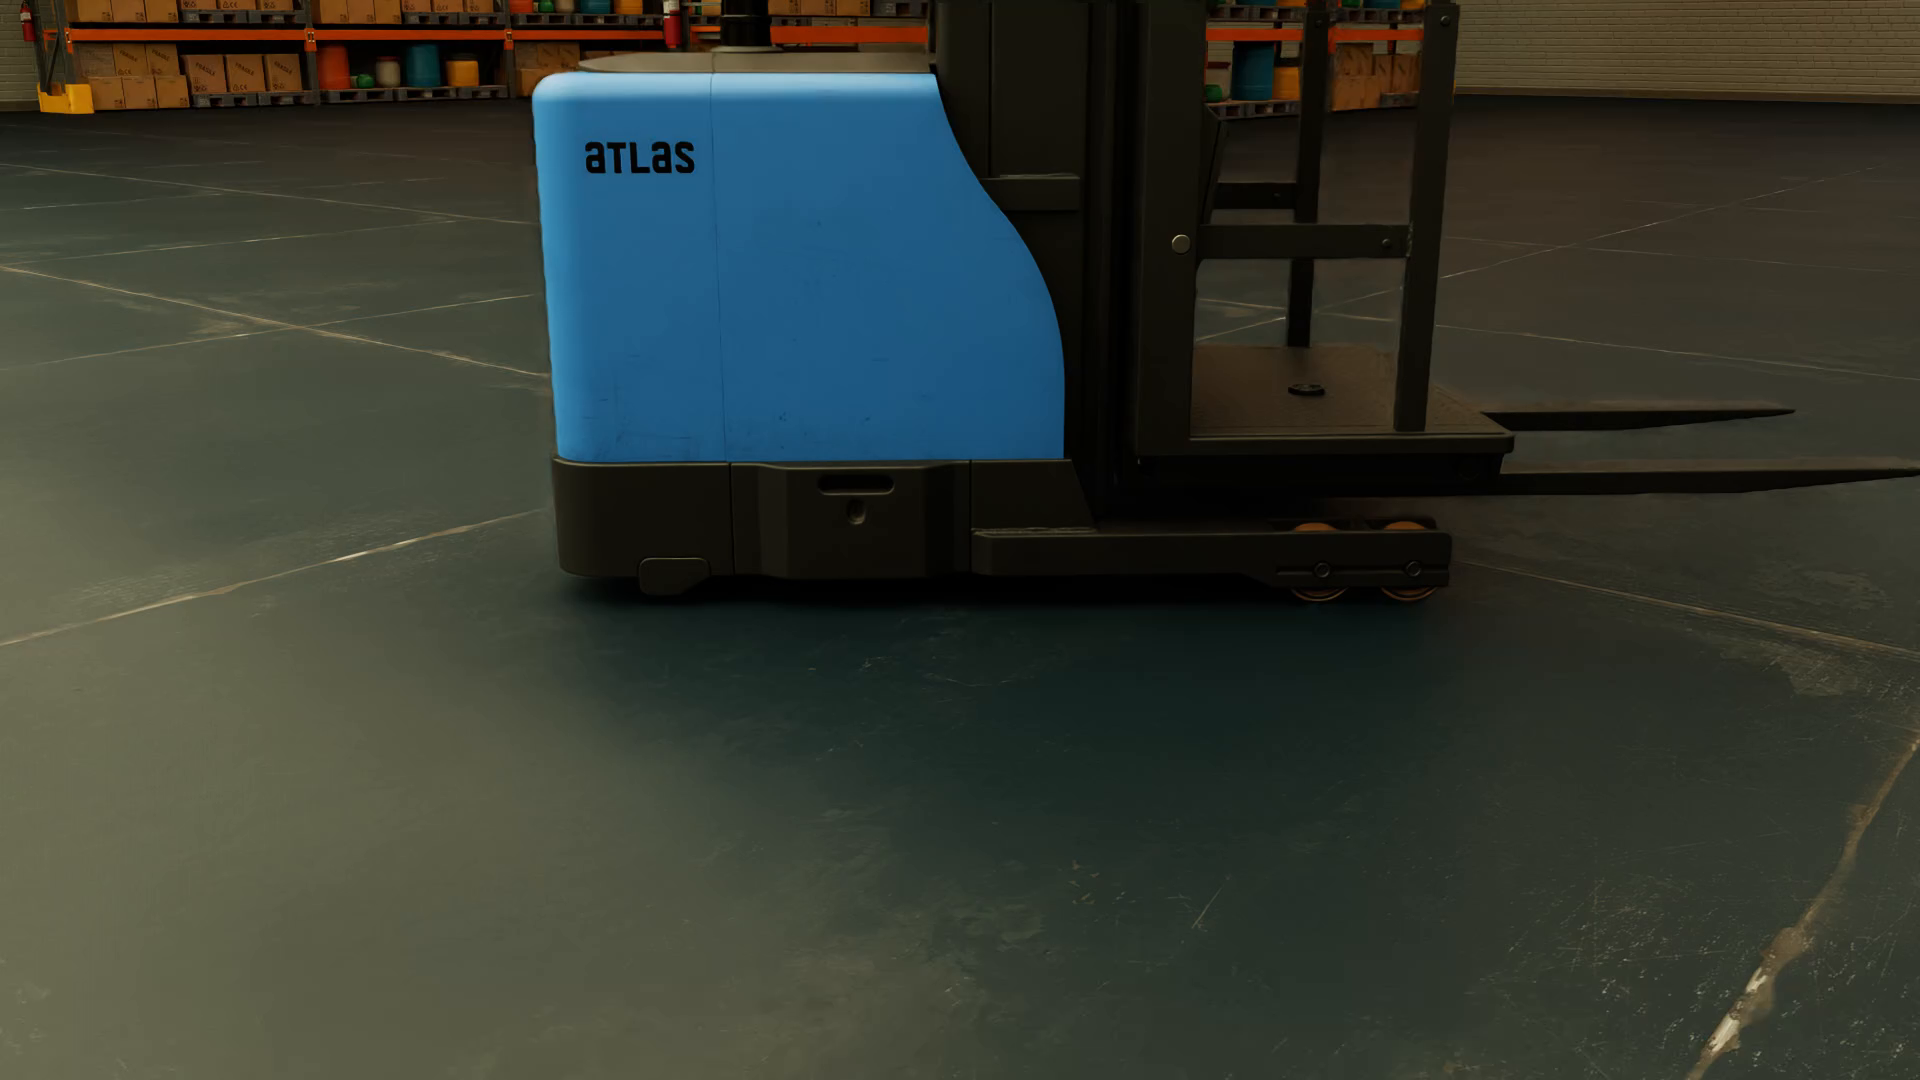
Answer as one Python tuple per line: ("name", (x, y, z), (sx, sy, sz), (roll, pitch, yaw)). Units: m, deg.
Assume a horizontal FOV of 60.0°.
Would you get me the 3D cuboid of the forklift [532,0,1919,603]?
("forklift", (0.646, -1.425, 3.589), (3.031, 2.935, 1.130), (-1, 17, -2))
